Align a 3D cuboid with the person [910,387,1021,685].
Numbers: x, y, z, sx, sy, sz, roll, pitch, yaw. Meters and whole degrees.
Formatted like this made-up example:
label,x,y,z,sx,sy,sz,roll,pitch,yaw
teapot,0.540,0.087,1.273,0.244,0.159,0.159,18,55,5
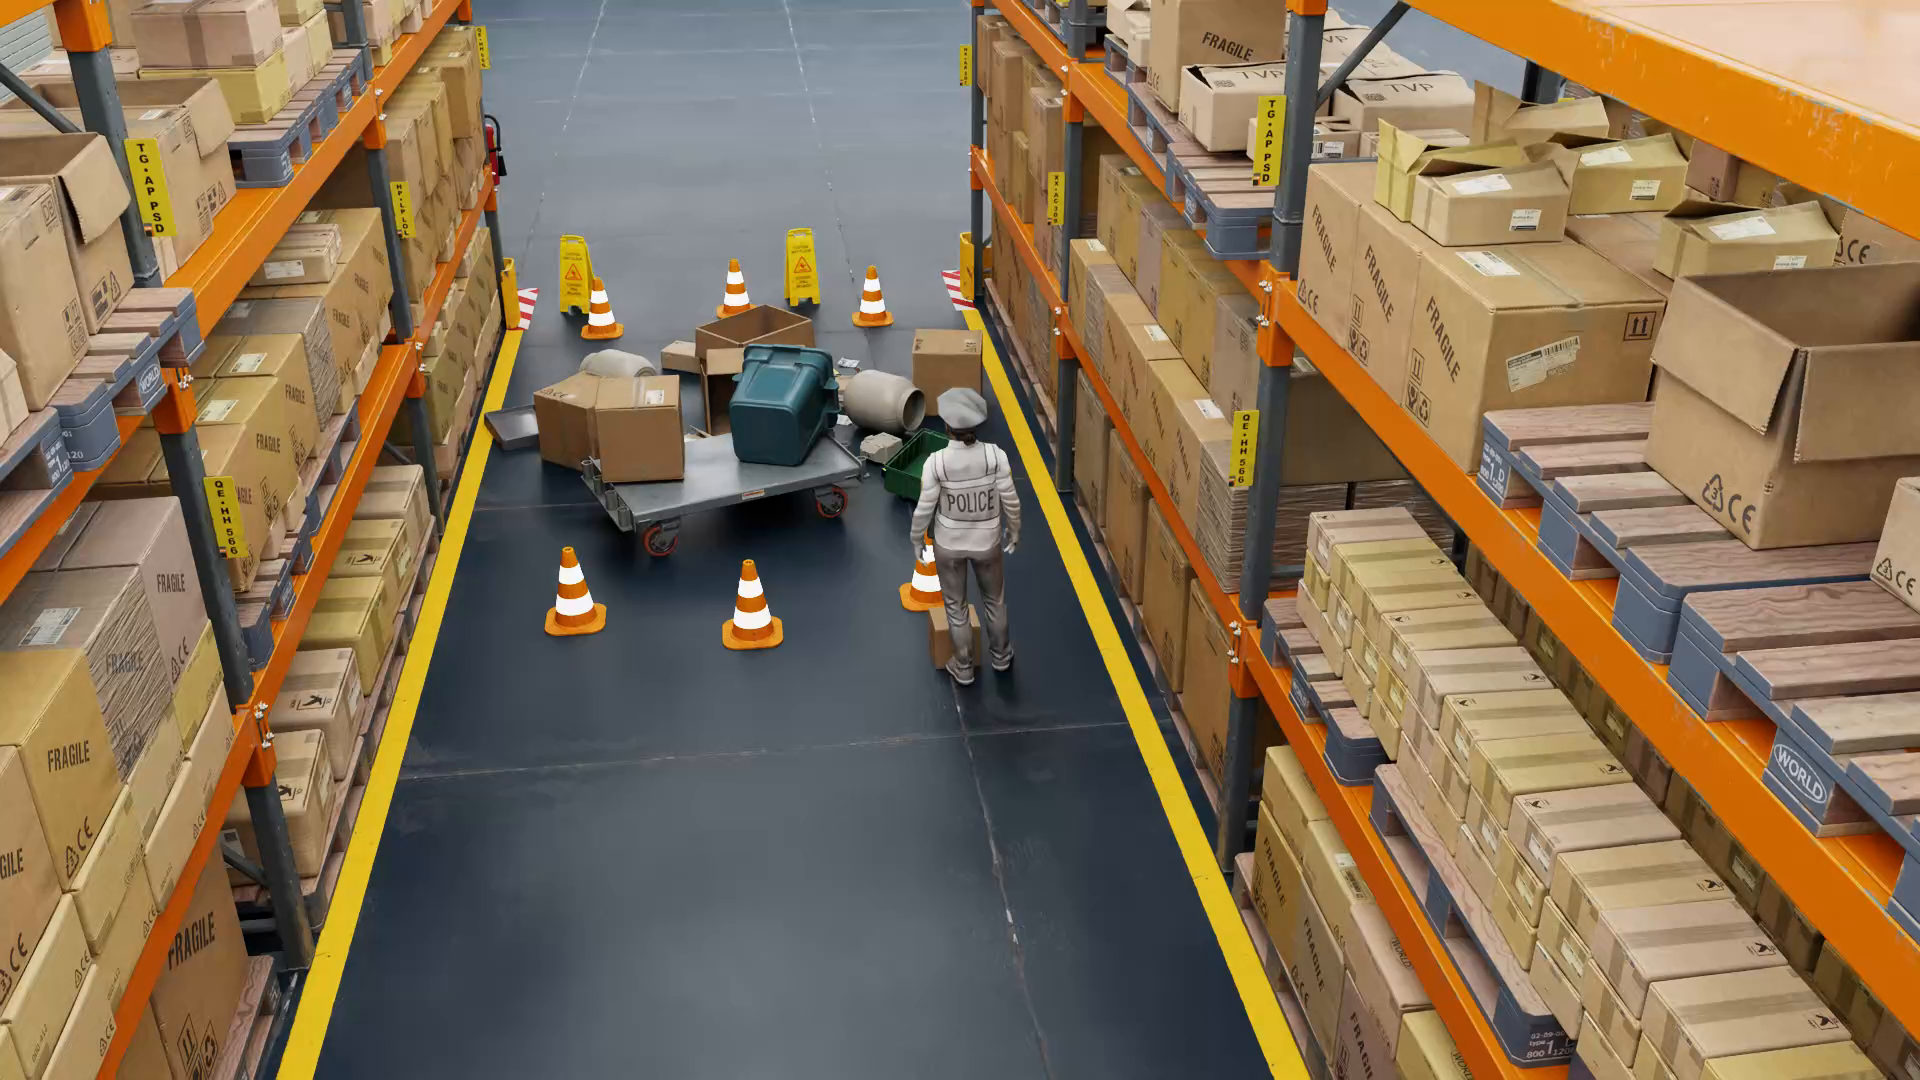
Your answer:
label,x,y,z,sx,sy,sz,roll,pitch,yaw
person,0.028,-0.027,8.614,0.587,1.694,0.529,-4,28,-7
